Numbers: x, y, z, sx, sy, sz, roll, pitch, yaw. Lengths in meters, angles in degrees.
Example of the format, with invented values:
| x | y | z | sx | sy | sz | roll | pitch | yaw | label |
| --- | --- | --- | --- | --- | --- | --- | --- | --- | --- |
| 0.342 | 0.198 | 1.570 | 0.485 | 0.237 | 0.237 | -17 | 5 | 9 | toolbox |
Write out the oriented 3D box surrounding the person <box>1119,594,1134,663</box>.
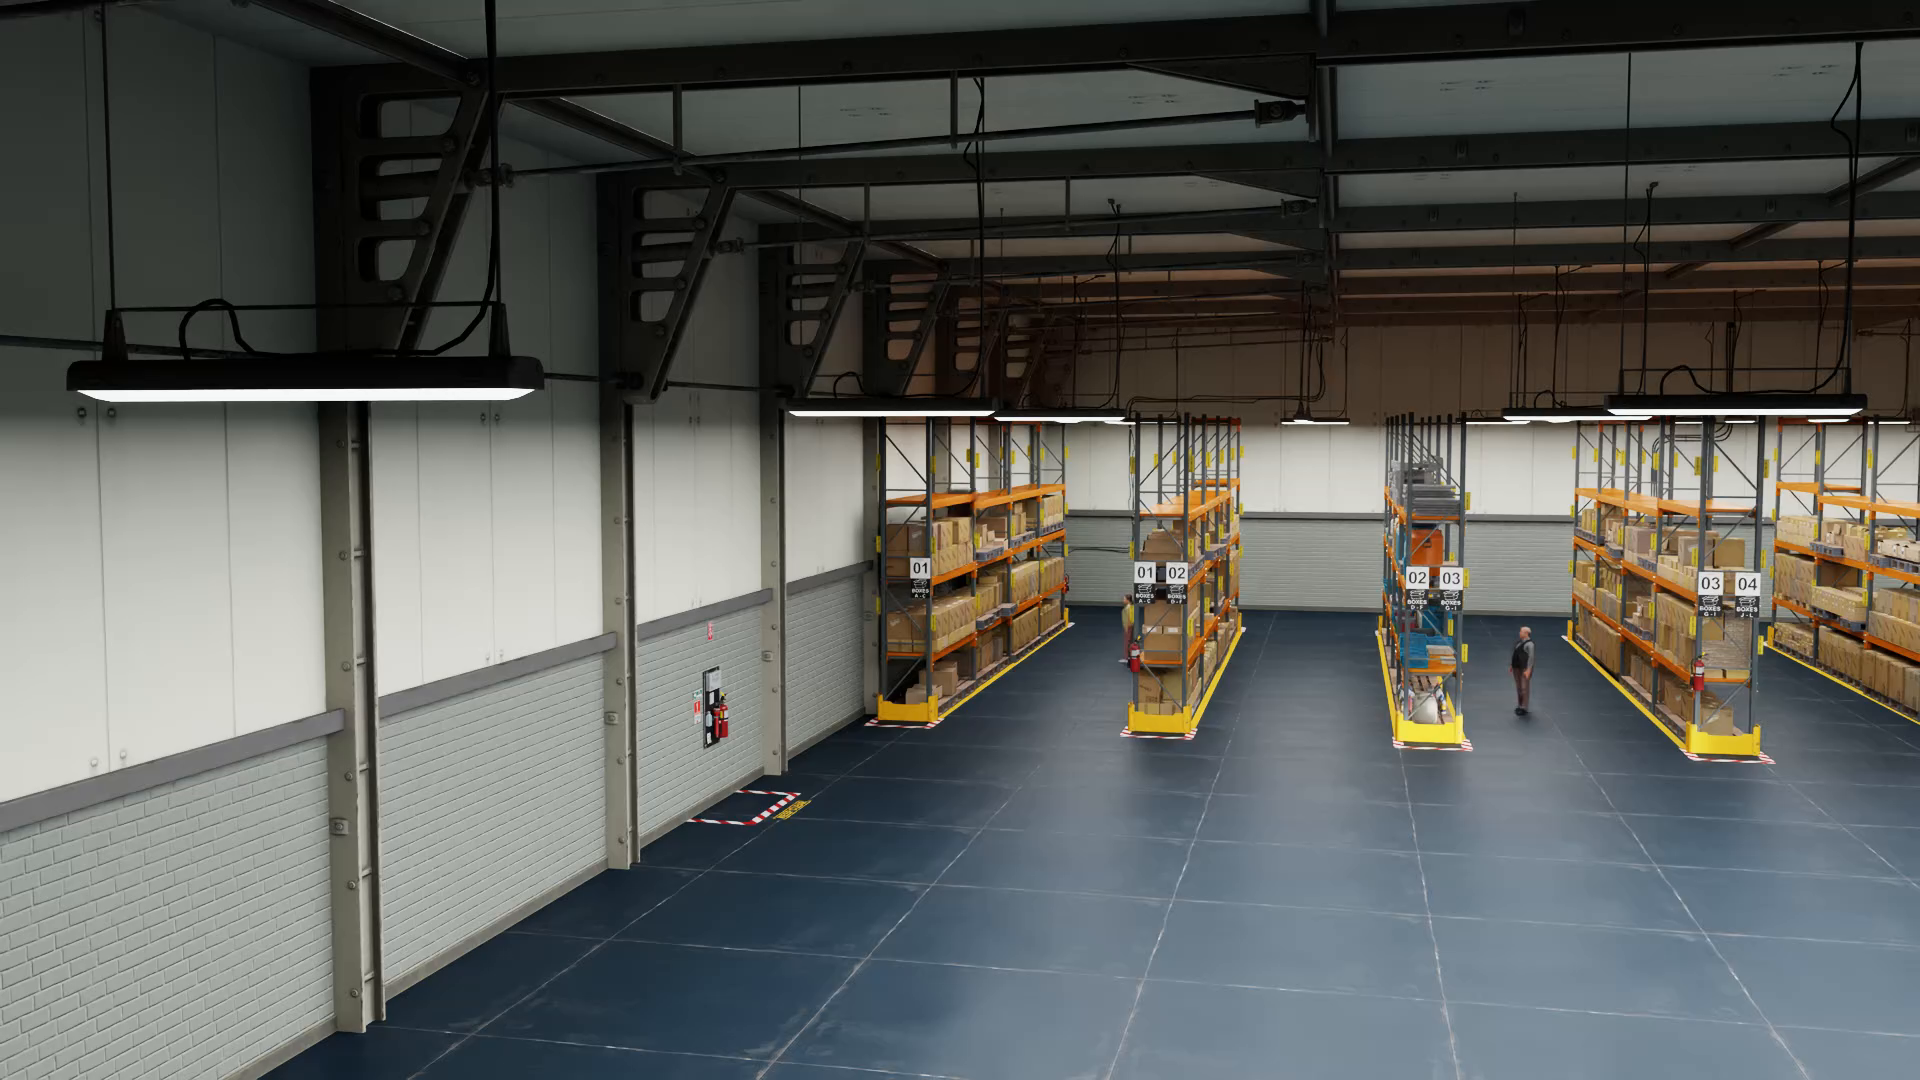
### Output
| x | y | z | sx | sy | sz | roll | pitch | yaw | label |
| --- | --- | --- | --- | --- | --- | --- | --- | --- | --- |
| 4.055 | 2.144 | 40.447 | 0.371 | 1.683 | 0.520 | 1 | 4 | 10 | person |

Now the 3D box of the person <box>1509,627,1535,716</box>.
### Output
| x | y | z | sx | sy | sz | roll | pitch | yaw | label |
| --- | --- | --- | --- | --- | --- | --- | --- | --- | --- |
| 11.241 | 2.614 | 33.318 | 0.553 | 1.736 | 0.554 | -2 | 4 | -29 | person |
